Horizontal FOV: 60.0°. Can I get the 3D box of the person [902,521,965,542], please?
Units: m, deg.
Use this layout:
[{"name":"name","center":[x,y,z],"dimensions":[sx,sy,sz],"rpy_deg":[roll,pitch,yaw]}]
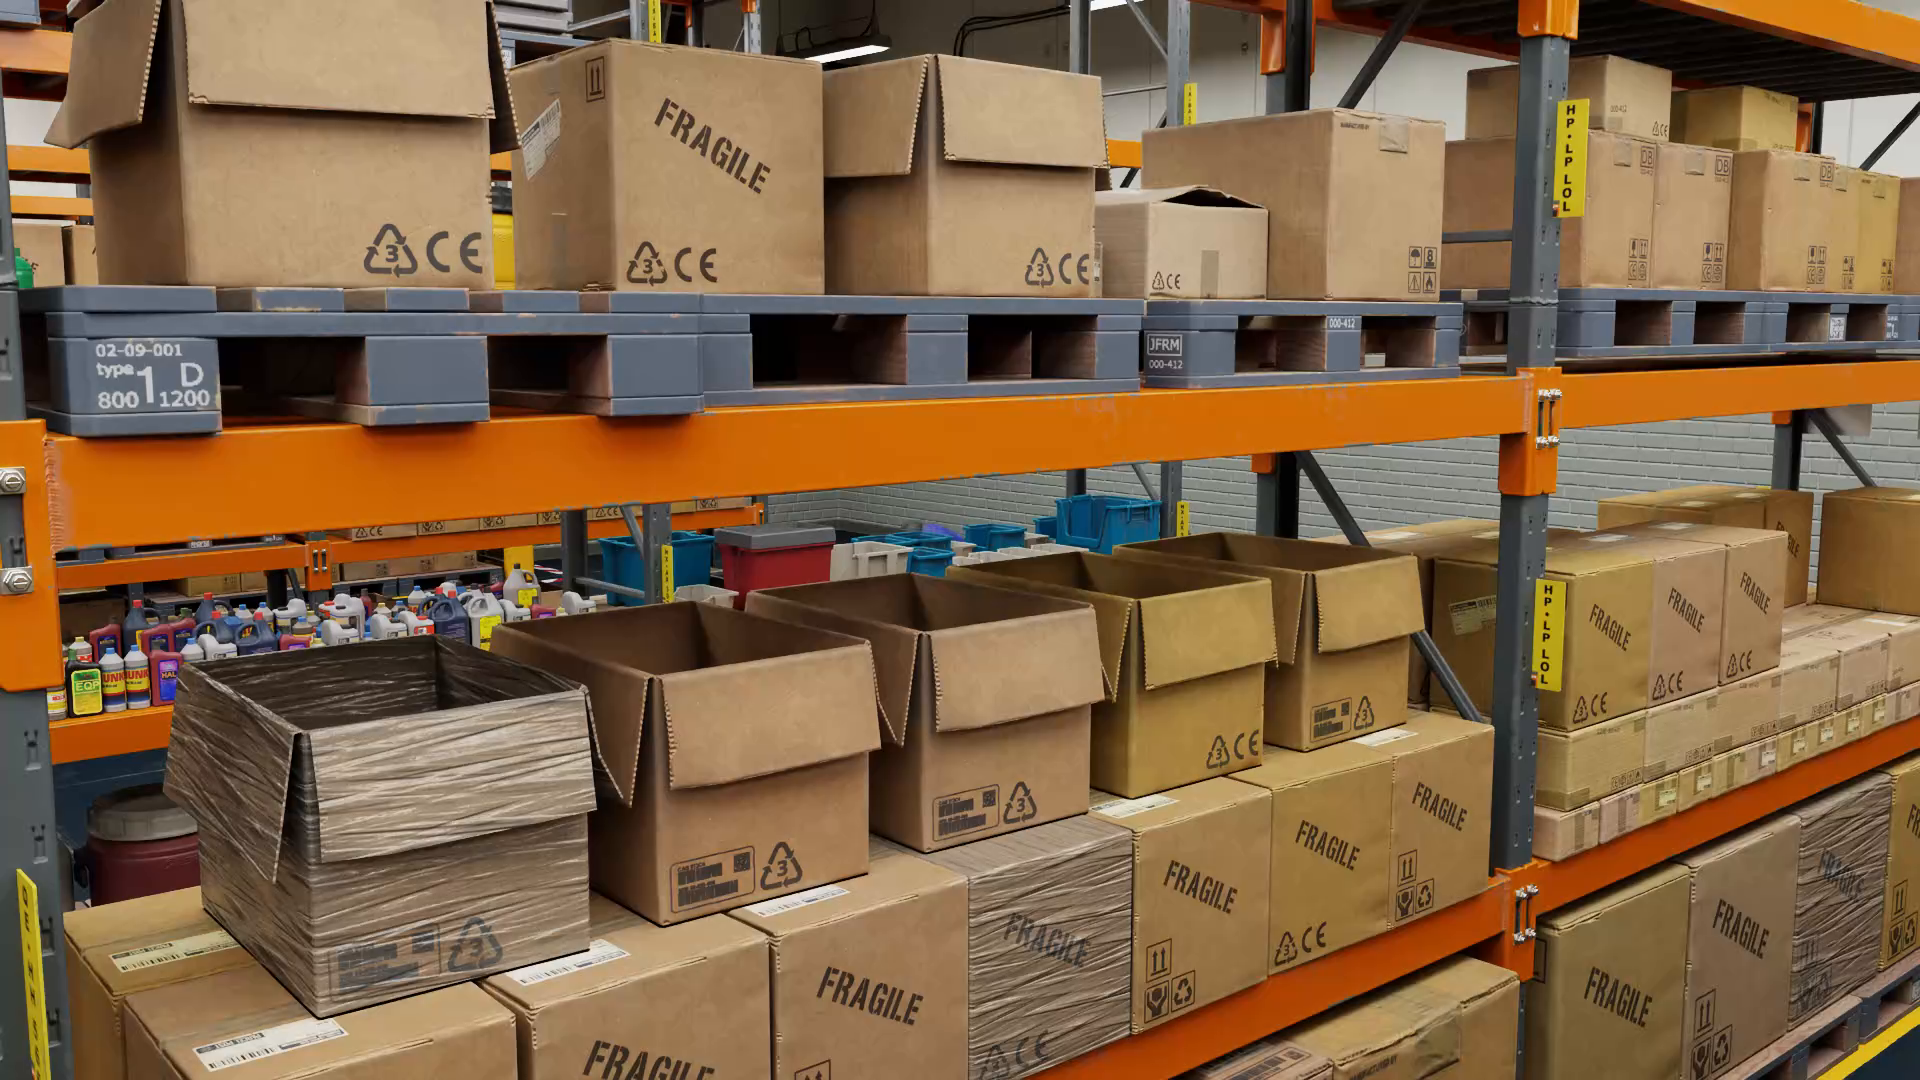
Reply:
[{"name":"person","center":[-0.217,0.361,15.627],"dimensions":[0.846,1.125,0.434],"rpy_deg":[-7,10,-43]}]
